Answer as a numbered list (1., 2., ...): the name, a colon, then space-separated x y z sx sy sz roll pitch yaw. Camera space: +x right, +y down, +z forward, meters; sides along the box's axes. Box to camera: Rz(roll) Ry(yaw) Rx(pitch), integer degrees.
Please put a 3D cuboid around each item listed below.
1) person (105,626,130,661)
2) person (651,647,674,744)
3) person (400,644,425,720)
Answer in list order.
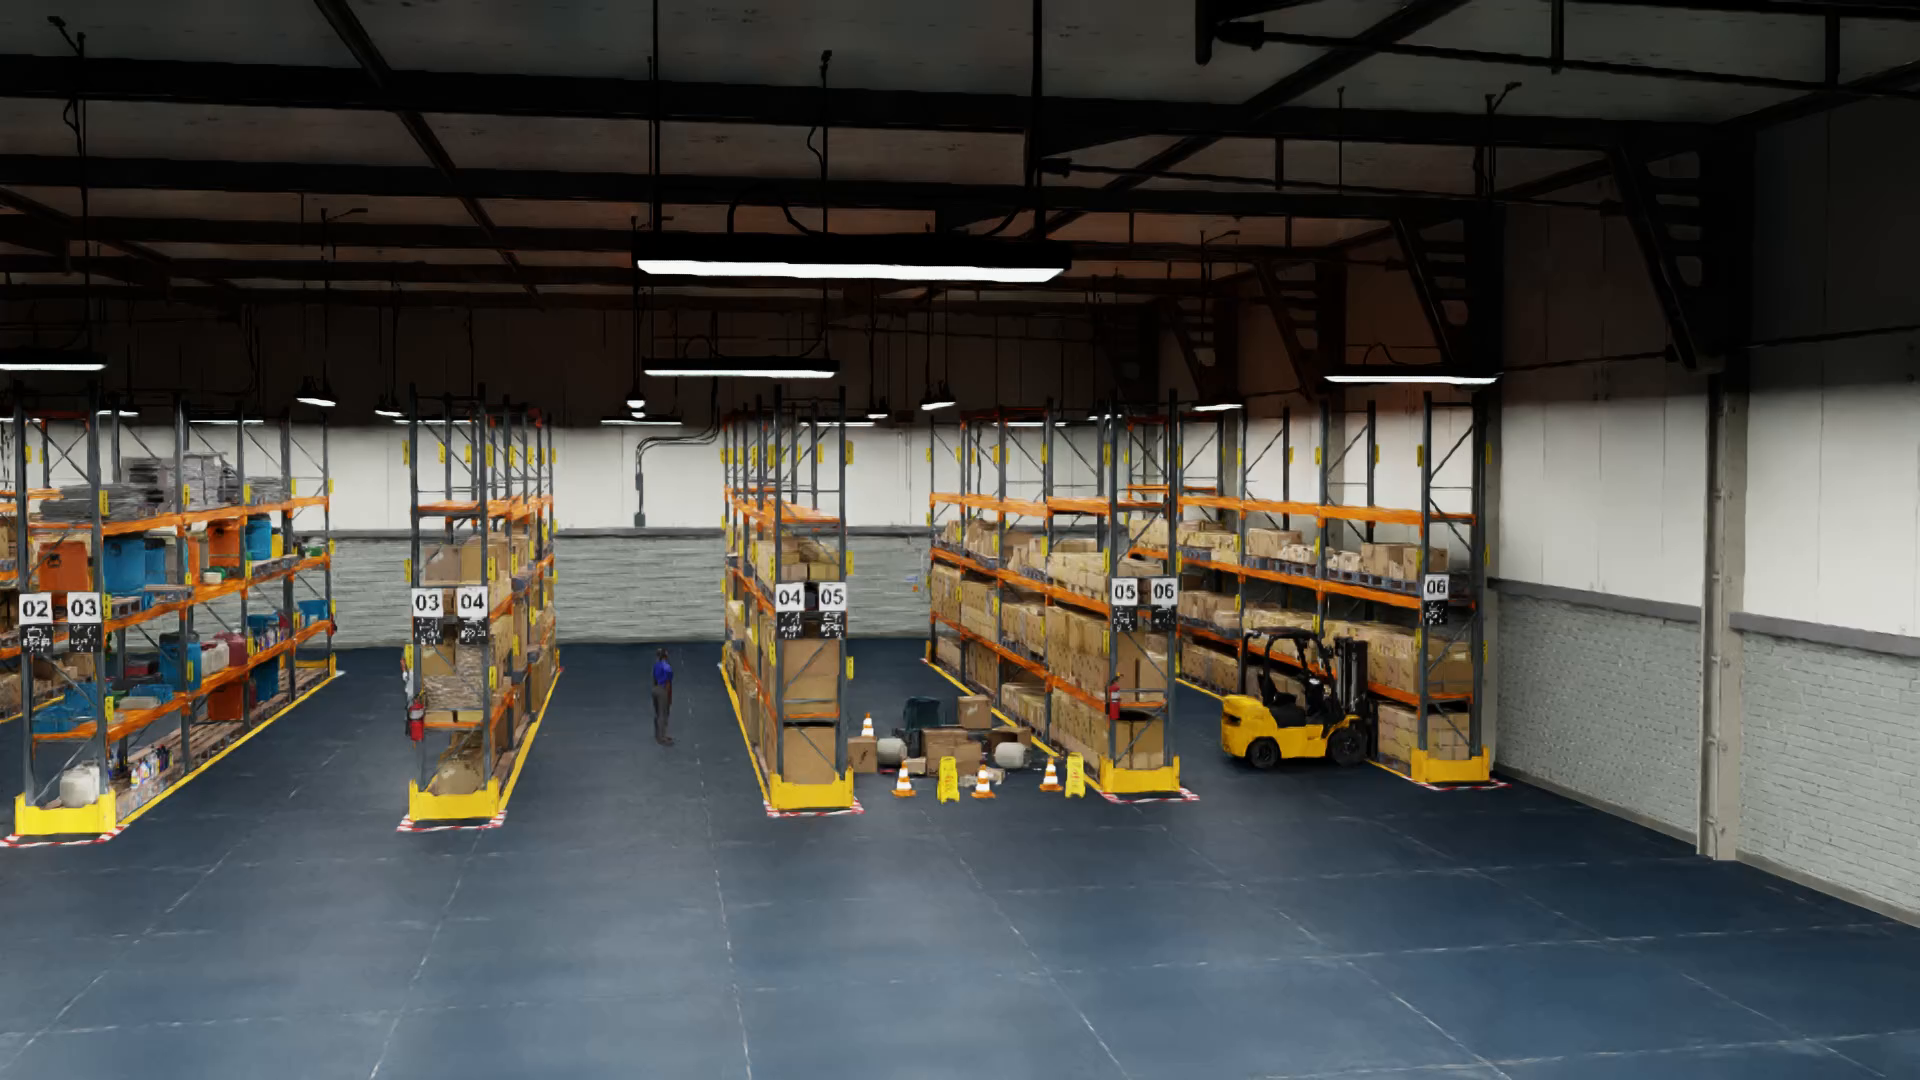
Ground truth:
1. person: -20.509 2.092 40.264 0.682 1.718 0.811 -2 3 -29
2. person: -5.154 2.693 28.957 0.422 1.663 0.502 -3 4 -41
3. person: -10.193 2.552 31.342 0.677 1.741 0.552 -1 3 -12
